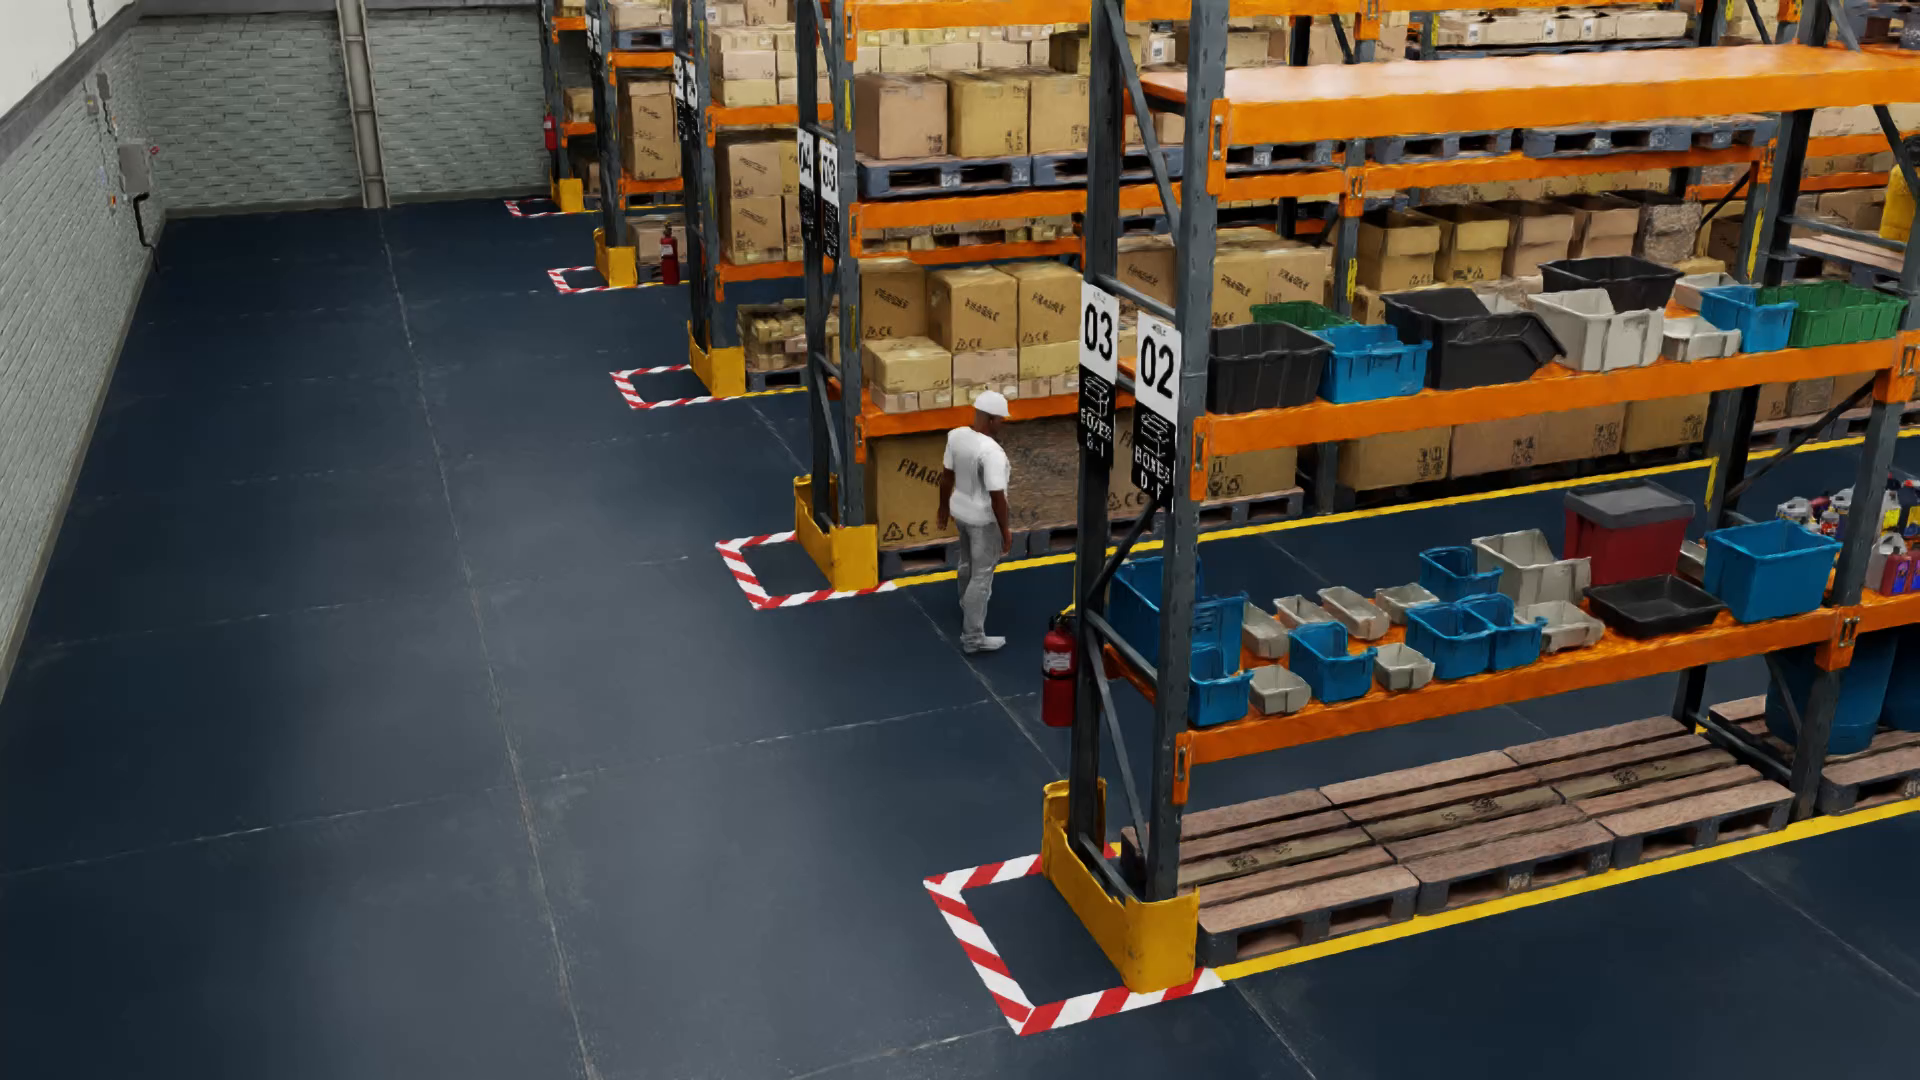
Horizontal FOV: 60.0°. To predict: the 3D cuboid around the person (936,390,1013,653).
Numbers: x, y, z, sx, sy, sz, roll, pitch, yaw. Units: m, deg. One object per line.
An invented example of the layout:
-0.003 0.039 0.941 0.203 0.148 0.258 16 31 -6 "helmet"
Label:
0.135 -0.197 11.266 0.646 1.743 0.759 -14 26 -30 "person"
